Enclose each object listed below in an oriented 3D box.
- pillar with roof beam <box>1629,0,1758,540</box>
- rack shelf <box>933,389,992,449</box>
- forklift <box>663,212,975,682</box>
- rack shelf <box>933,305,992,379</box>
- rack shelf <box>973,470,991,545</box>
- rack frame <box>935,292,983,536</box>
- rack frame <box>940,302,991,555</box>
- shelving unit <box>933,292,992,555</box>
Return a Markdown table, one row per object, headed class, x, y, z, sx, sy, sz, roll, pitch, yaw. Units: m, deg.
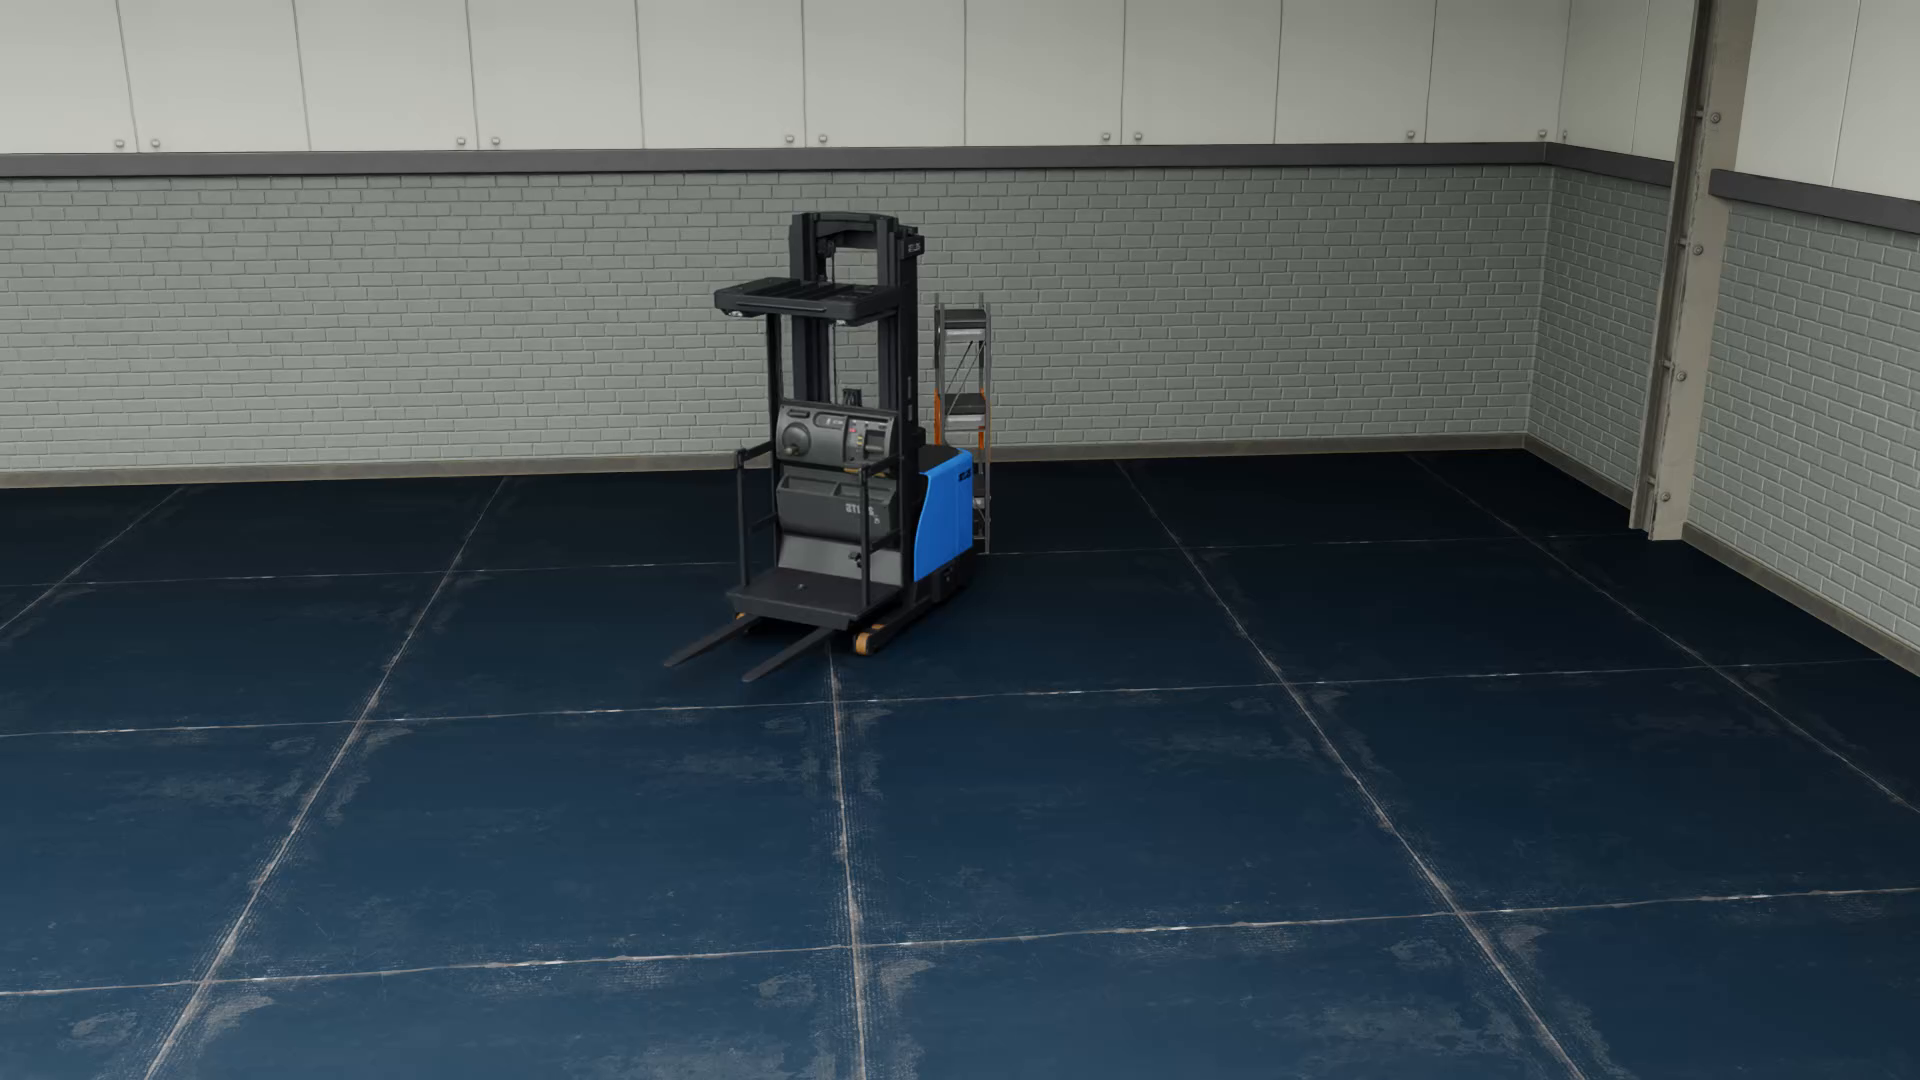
| class | x | y | z | sx | sy | sz | roll | pitch | yaw |
| --- | --- | --- | --- | --- | --- | --- | --- | --- | --- |
| pillar with roof beam | 1.736 | -4.222 | 12.601 | 9.100 | 9.000 | 0.400 | -2 | 18 | -6 |
| rack shelf | 0.017 | -0.939 | 13.710 | 0.431 | 0.518 | 0.480 | -2 | 18 | -6 |
| forklift | -0.981 | -0.738 | 11.634 | 1.130 | 2.935 | 3.031 | 8 | 19 | 25 |
| rack shelf | 0.017 | -1.607 | 13.500 | 0.431 | 0.518 | 0.480 | -2 | 18 | -6 |
| rack shelf | 0.017 | -0.272 | 13.919 | 0.431 | 0.518 | 0.480 | -2 | 18 | -6 |
| rack frame | -0.008 | -1.025 | 13.937 | 0.400 | 2.100 | 0.015 | -2 | 18 | -6 |
| rack frame | 0.042 | -0.880 | 13.474 | 0.400 | 2.100 | 0.015 | -2 | 18 | -6 |
| shelving unit | 0.017 | -0.952 | 13.705 | 0.431 | 2.100 | 0.503 | -2 | 18 | -6 |
